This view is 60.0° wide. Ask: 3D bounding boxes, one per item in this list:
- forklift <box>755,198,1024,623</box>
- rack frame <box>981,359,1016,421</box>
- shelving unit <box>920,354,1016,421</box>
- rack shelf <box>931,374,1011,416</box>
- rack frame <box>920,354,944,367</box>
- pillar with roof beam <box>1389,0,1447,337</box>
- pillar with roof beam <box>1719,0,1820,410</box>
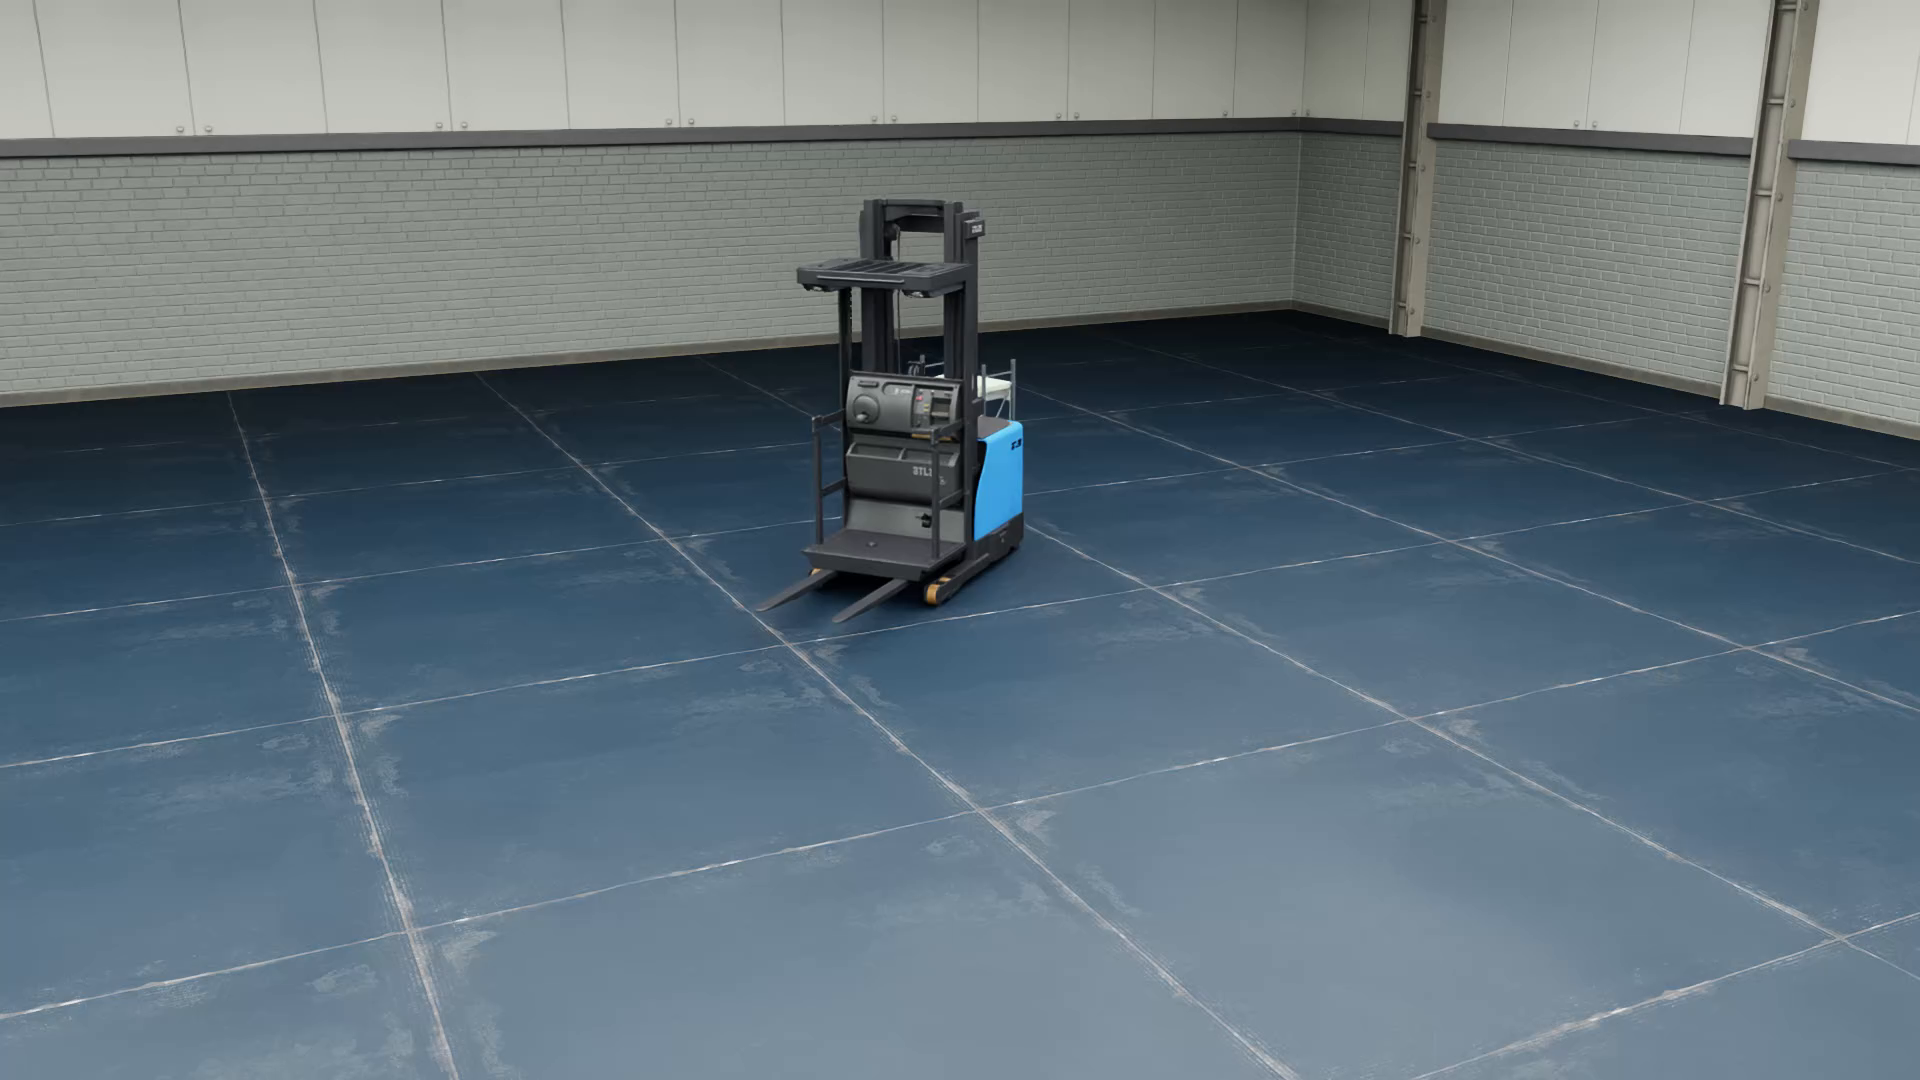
[{"bbox_3d":[-0.525,-1.047,12.584,1.130,2.935,3.031,7,17,23],"label":"forklift"},{"bbox_3d":[0.327,-0.783,14.259,0.023,1.500,0.400,15,22,42],"label":"rack frame"},{"bbox_3d":[0.064,-0.853,14.504,0.755,1.500,0.431,15,22,42],"label":"shelving unit"},{"bbox_3d":[0.064,-1.228,14.397,0.720,0.370,0.431,15,22,42],"label":"rack shelf"},{"bbox_3d":[-0.198,-0.923,14.749,0.023,1.500,0.400,15,22,42],"label":"rack frame"},{"bbox_3d":[2.824,-6.894,21.958,9.100,9.000,0.400,-8,18,-25],"label":"pillar with roof beam"},{"bbox_3d":[5.453,-5.406,16.774,9.100,9.000,0.400,-8,18,-25],"label":"pillar with roof beam"}]
